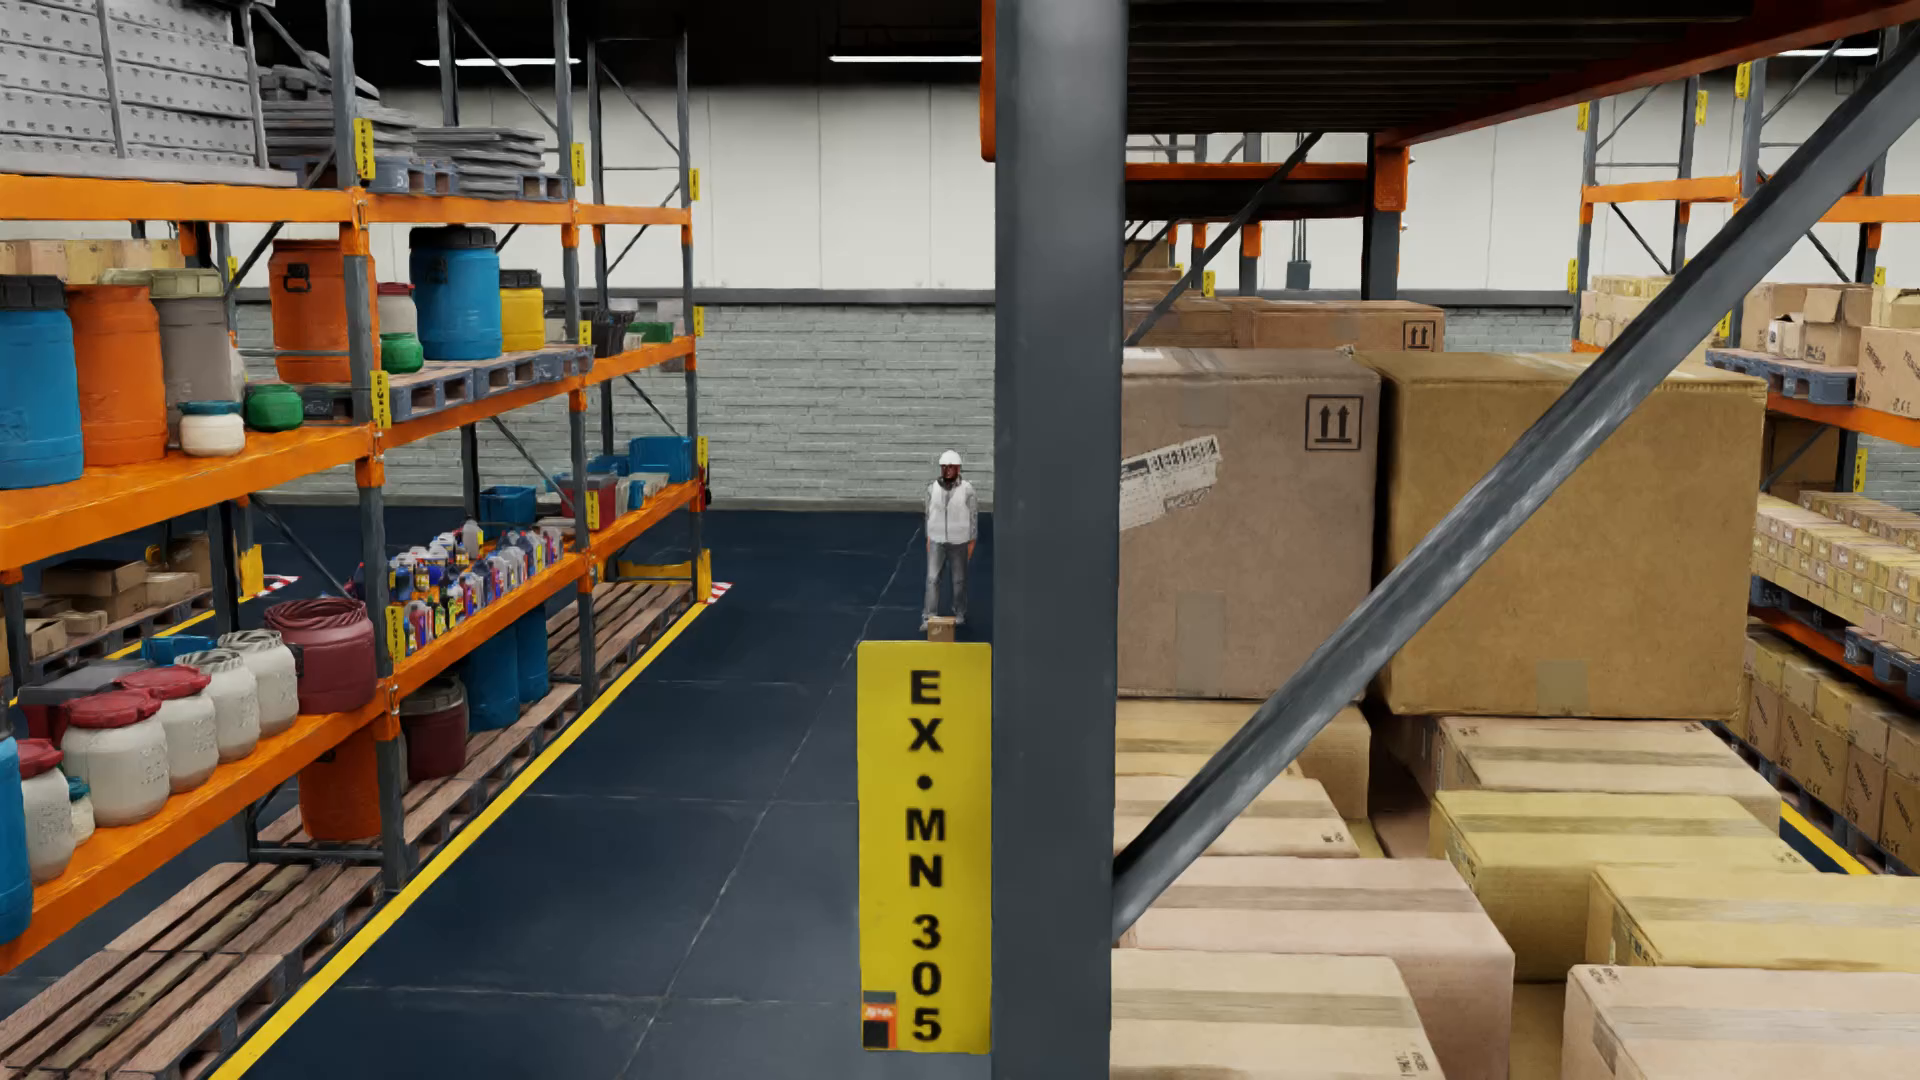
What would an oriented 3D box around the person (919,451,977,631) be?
[{"bbox_3d":[-0.110,0.015,16.243,0.536,1.756,0.782,2,11,10],"label":"person"}]
